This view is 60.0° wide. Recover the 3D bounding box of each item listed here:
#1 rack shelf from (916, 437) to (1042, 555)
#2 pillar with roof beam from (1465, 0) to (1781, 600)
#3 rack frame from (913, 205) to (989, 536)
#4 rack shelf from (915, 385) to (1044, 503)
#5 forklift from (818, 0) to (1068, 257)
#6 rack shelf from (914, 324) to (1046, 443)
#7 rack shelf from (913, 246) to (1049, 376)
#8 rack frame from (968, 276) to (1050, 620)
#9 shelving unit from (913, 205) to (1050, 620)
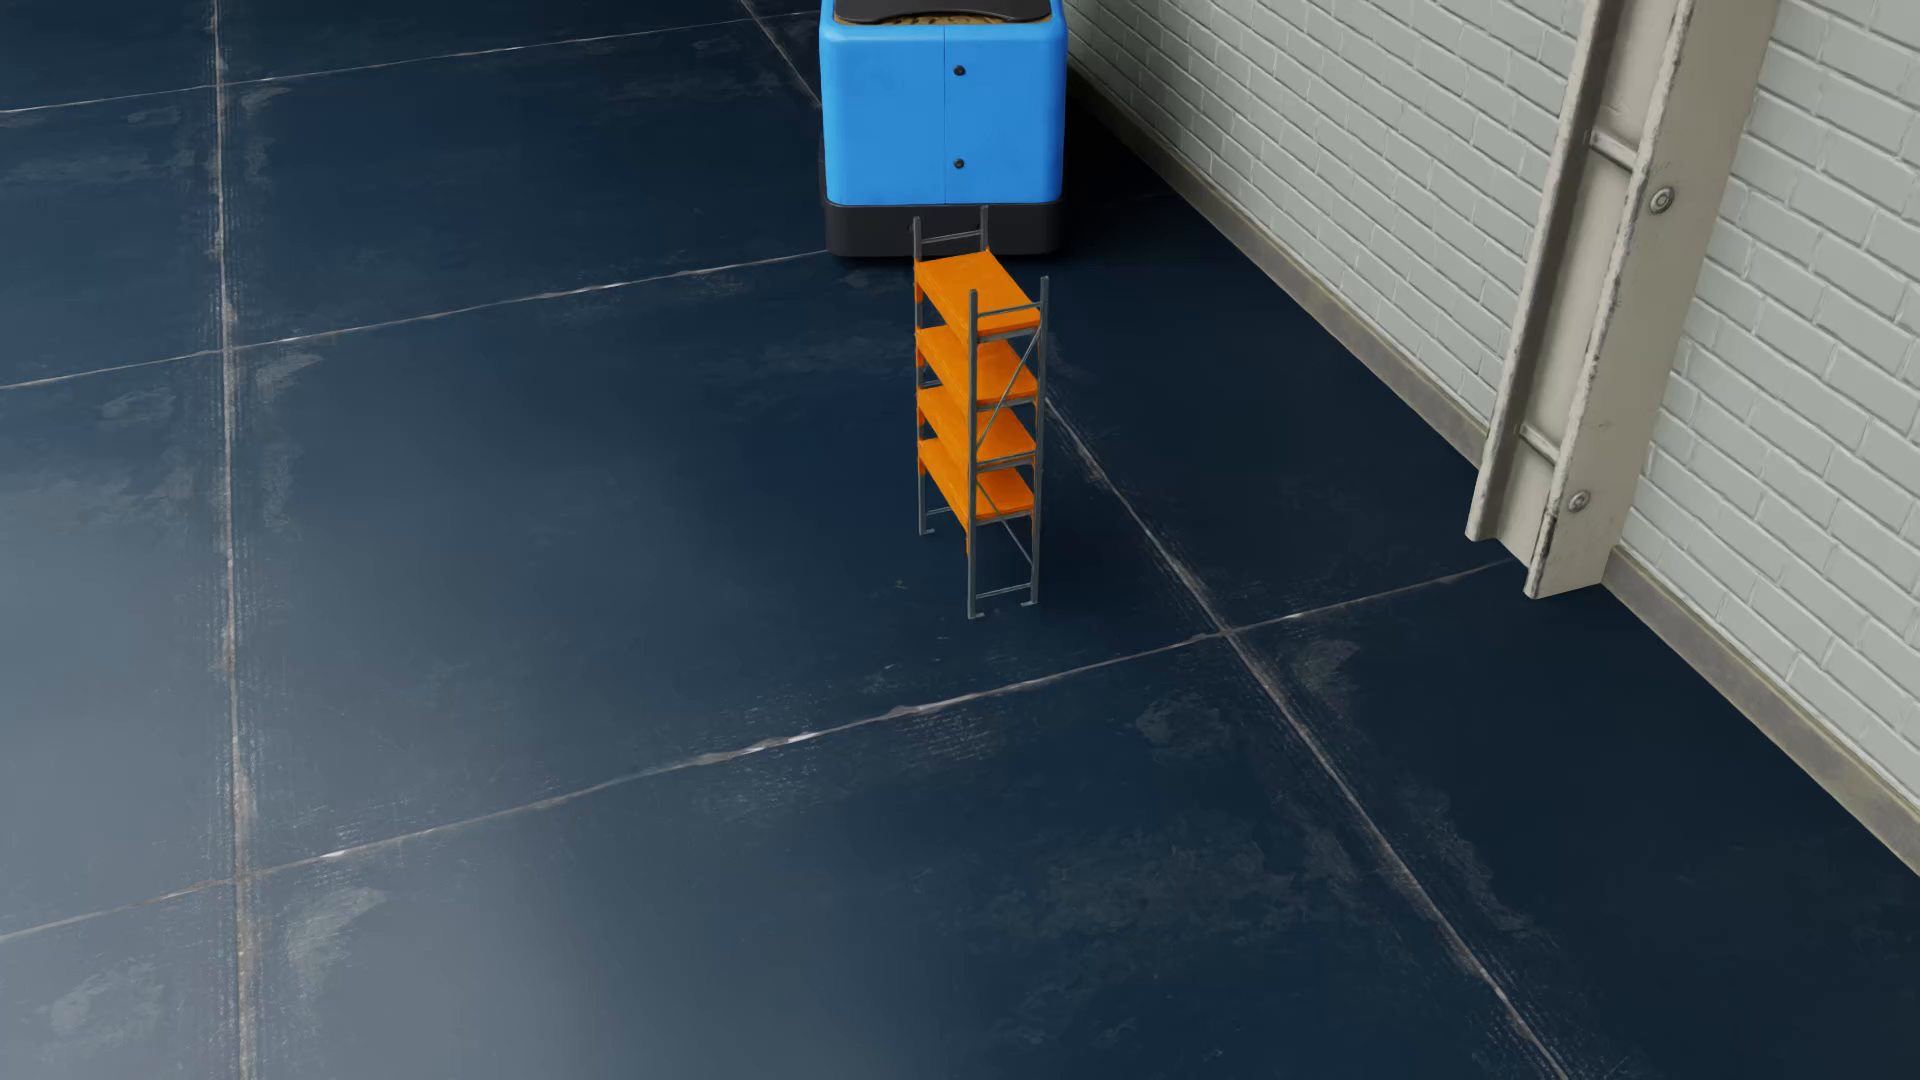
[{"bbox_3d":[0.057,-0.173,5.425,0.258,0.148,0.480,-12,39,-16],"label":"rack shelf"},{"bbox_3d":[-2.078,-2.649,1.787,9.100,9.000,0.400,-12,39,-16],"label":"pillar with roof beam"},{"bbox_3d":[-0.027,-0.524,5.448,0.240,1.200,0.015,-12,39,-16],"label":"rack frame"},{"bbox_3d":[0.057,-0.332,5.305,0.258,0.148,0.480,-12,39,-16],"label":"rack shelf"},{"bbox_3d":[-0.110,-3.269,7.654,1.130,2.935,3.031,-1,37,-1],"label":"forklift"},{"bbox_3d":[0.057,-0.511,5.171,0.258,0.148,0.480,-12,39,-16],"label":"rack shelf"},{"bbox_3d":[0.057,-0.700,5.028,0.258,0.148,0.480,-12,39,-16],"label":"rack shelf"},{"bbox_3d":[0.141,-0.248,5.082,0.240,1.200,0.015,-12,39,-16],"label":"rack frame"},{"bbox_3d":[0.057,-0.386,5.265,0.258,1.200,0.503,-12,39,-16],"label":"shelving unit"}]
